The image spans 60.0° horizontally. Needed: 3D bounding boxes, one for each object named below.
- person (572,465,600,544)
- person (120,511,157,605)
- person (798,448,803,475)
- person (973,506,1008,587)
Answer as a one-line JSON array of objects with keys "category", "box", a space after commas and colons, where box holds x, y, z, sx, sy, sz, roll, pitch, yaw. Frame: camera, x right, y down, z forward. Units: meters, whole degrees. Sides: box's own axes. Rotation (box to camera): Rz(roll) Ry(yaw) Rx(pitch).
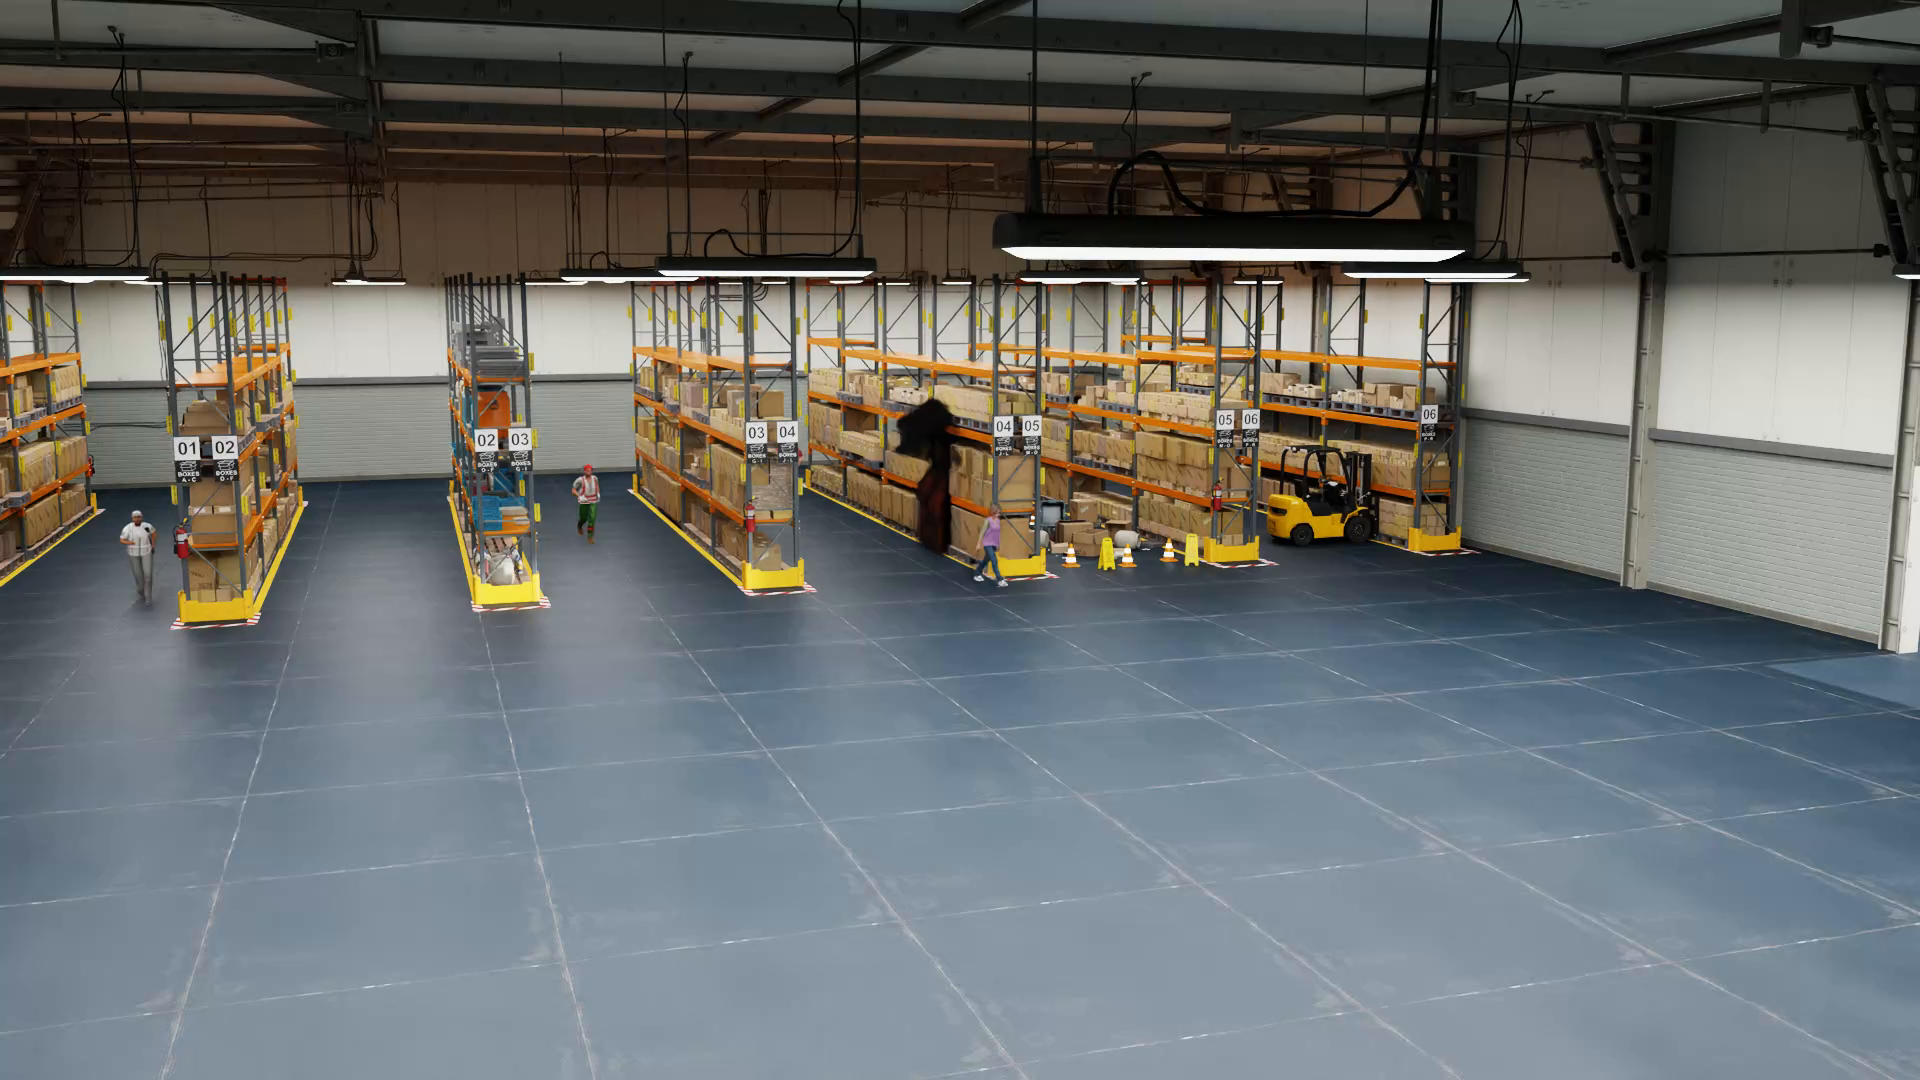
[{"category": "person", "box": [-8.488, -0.843, 37.824, 0.683, 1.772, 0.969, -6, 10, -33]}, {"category": "person", "box": [-15.075, 0.300, 30.554, 0.596, 1.709, 0.852, -4, 9, -22]}, {"category": "person", "box": [-4.569, -1.910, 45.145, 0.649, 1.697, 0.629, -2, 9, -14]}, {"category": "person", "box": [0.618, 0.090, 32.258, 1.006, 1.514, 0.488, 7, 11, 38]}]
